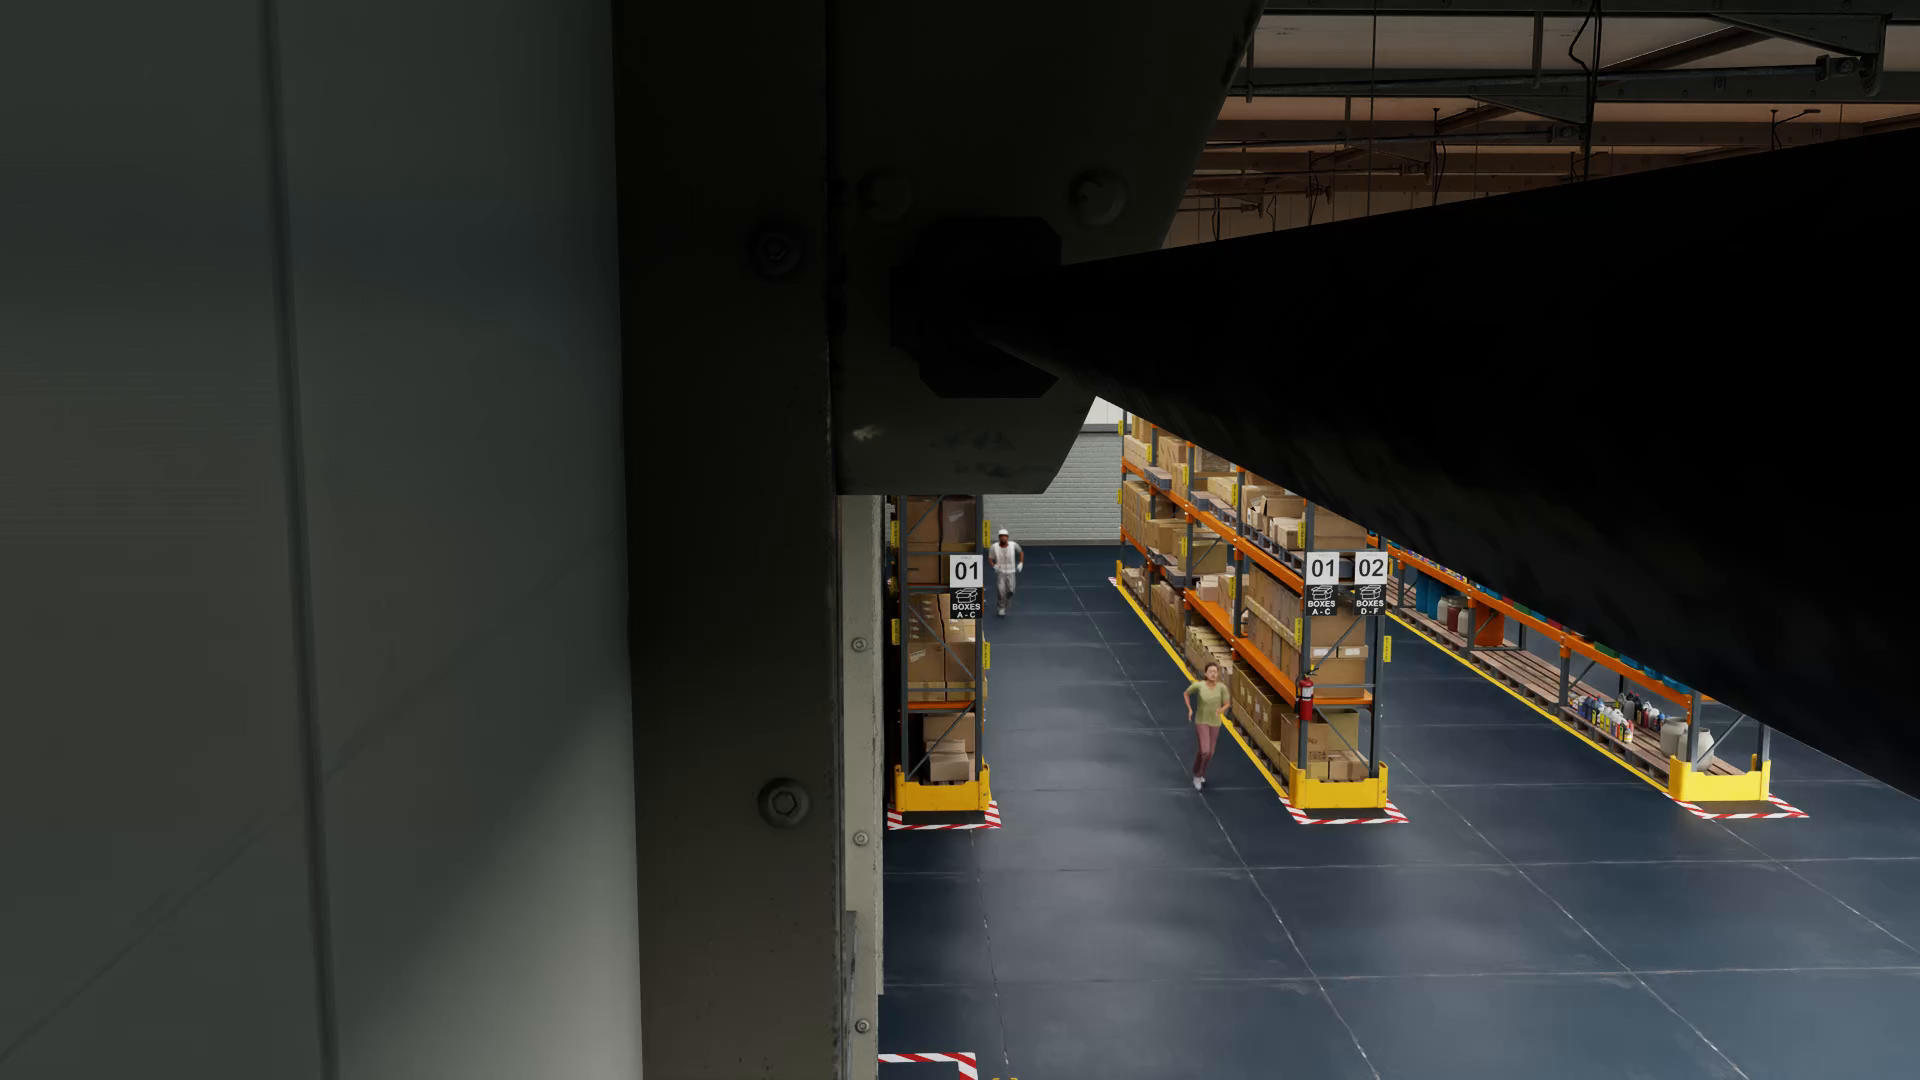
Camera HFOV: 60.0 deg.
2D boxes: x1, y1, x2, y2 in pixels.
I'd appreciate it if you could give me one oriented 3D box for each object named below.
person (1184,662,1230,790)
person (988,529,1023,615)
[{"bbox_3d":[3.192,2.379,21.385,0.546,1.651,0.644,-1,9,-9],"label":"person"},{"bbox_3d":[0.903,0.647,32.774,0.706,1.731,0.655,0,8,-1],"label":"person"}]
